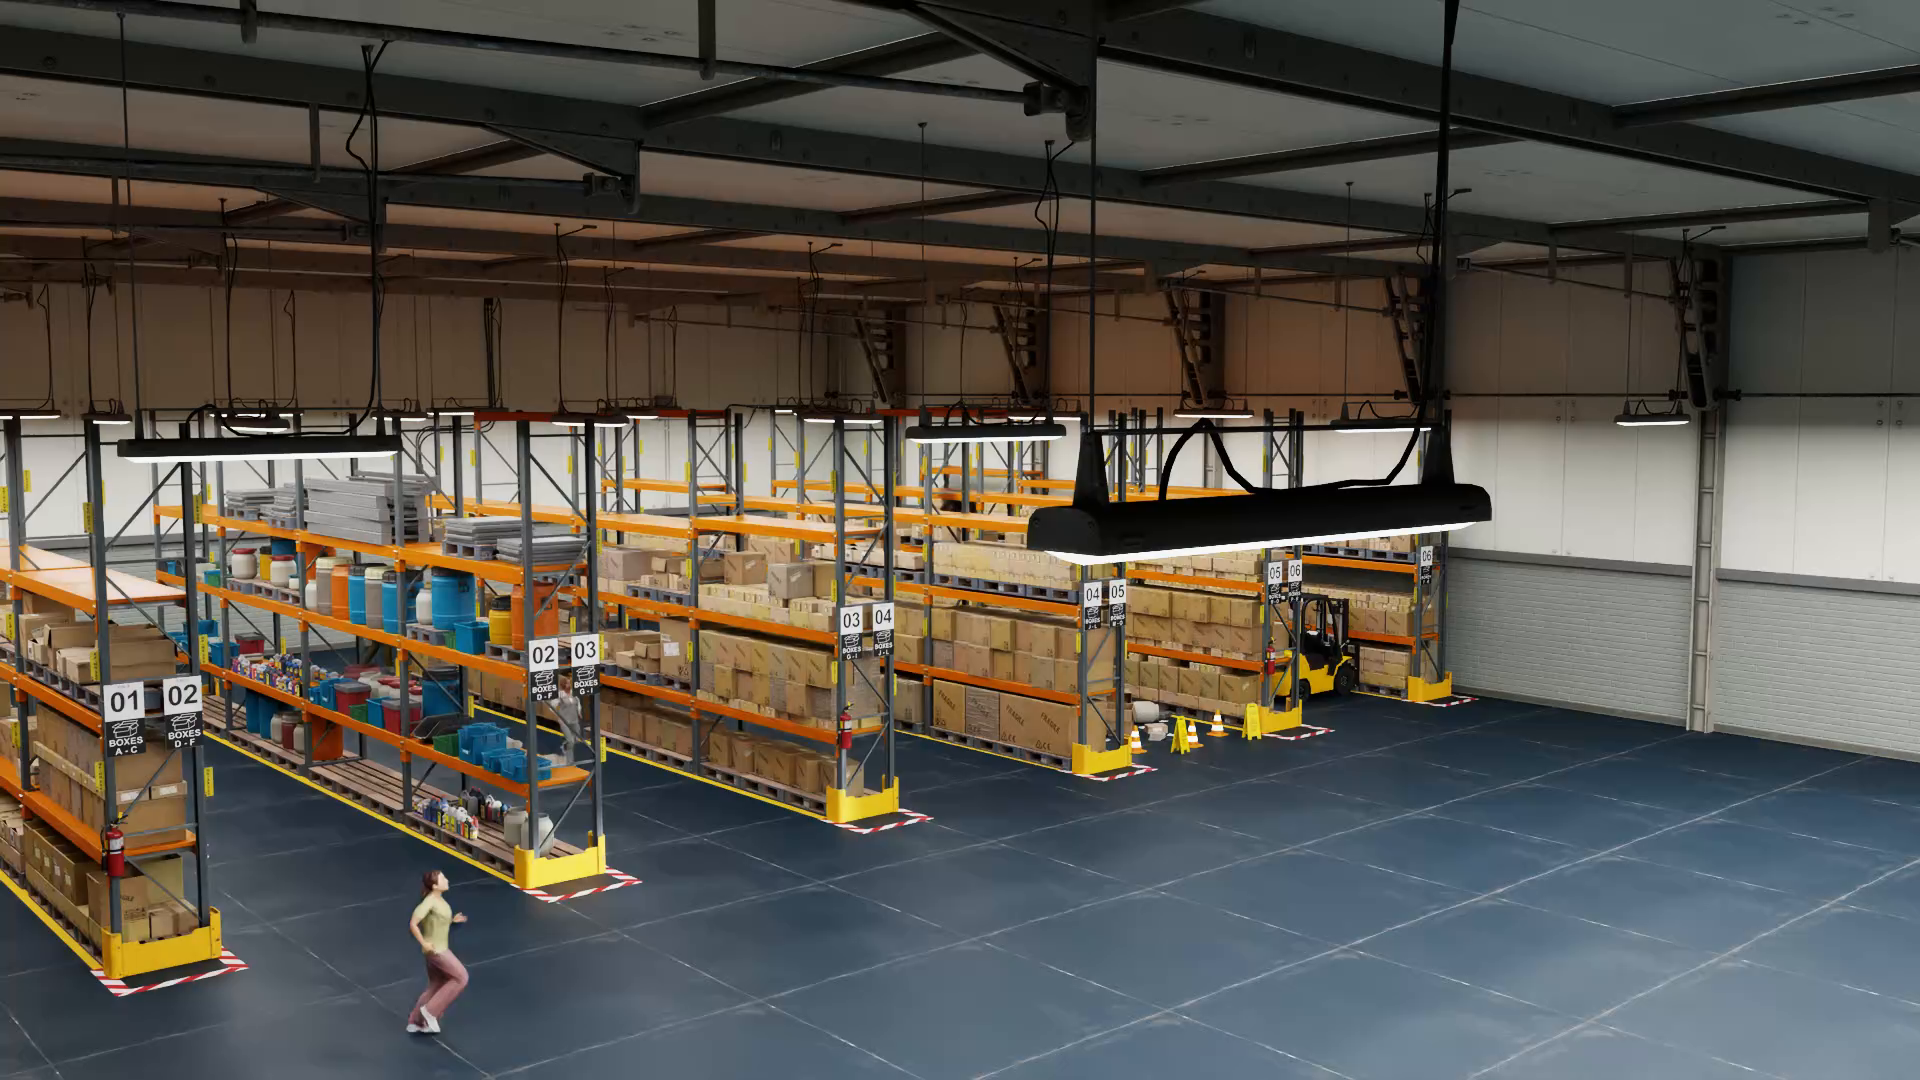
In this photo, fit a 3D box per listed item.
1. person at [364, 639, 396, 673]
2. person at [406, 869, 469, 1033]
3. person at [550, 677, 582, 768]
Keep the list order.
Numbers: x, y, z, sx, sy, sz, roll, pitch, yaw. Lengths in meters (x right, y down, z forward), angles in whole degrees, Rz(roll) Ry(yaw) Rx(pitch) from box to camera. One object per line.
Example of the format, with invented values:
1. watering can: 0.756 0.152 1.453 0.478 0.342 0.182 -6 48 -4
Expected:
1. person: -13.218 2.130 37.725 0.923 1.841 0.691 -2 5 -20
2. person: -5.183 4.063 16.464 0.610 1.627 0.578 -1 5 -14
3. person: -6.651 3.087 28.129 0.539 1.551 0.622 -4 7 -42
